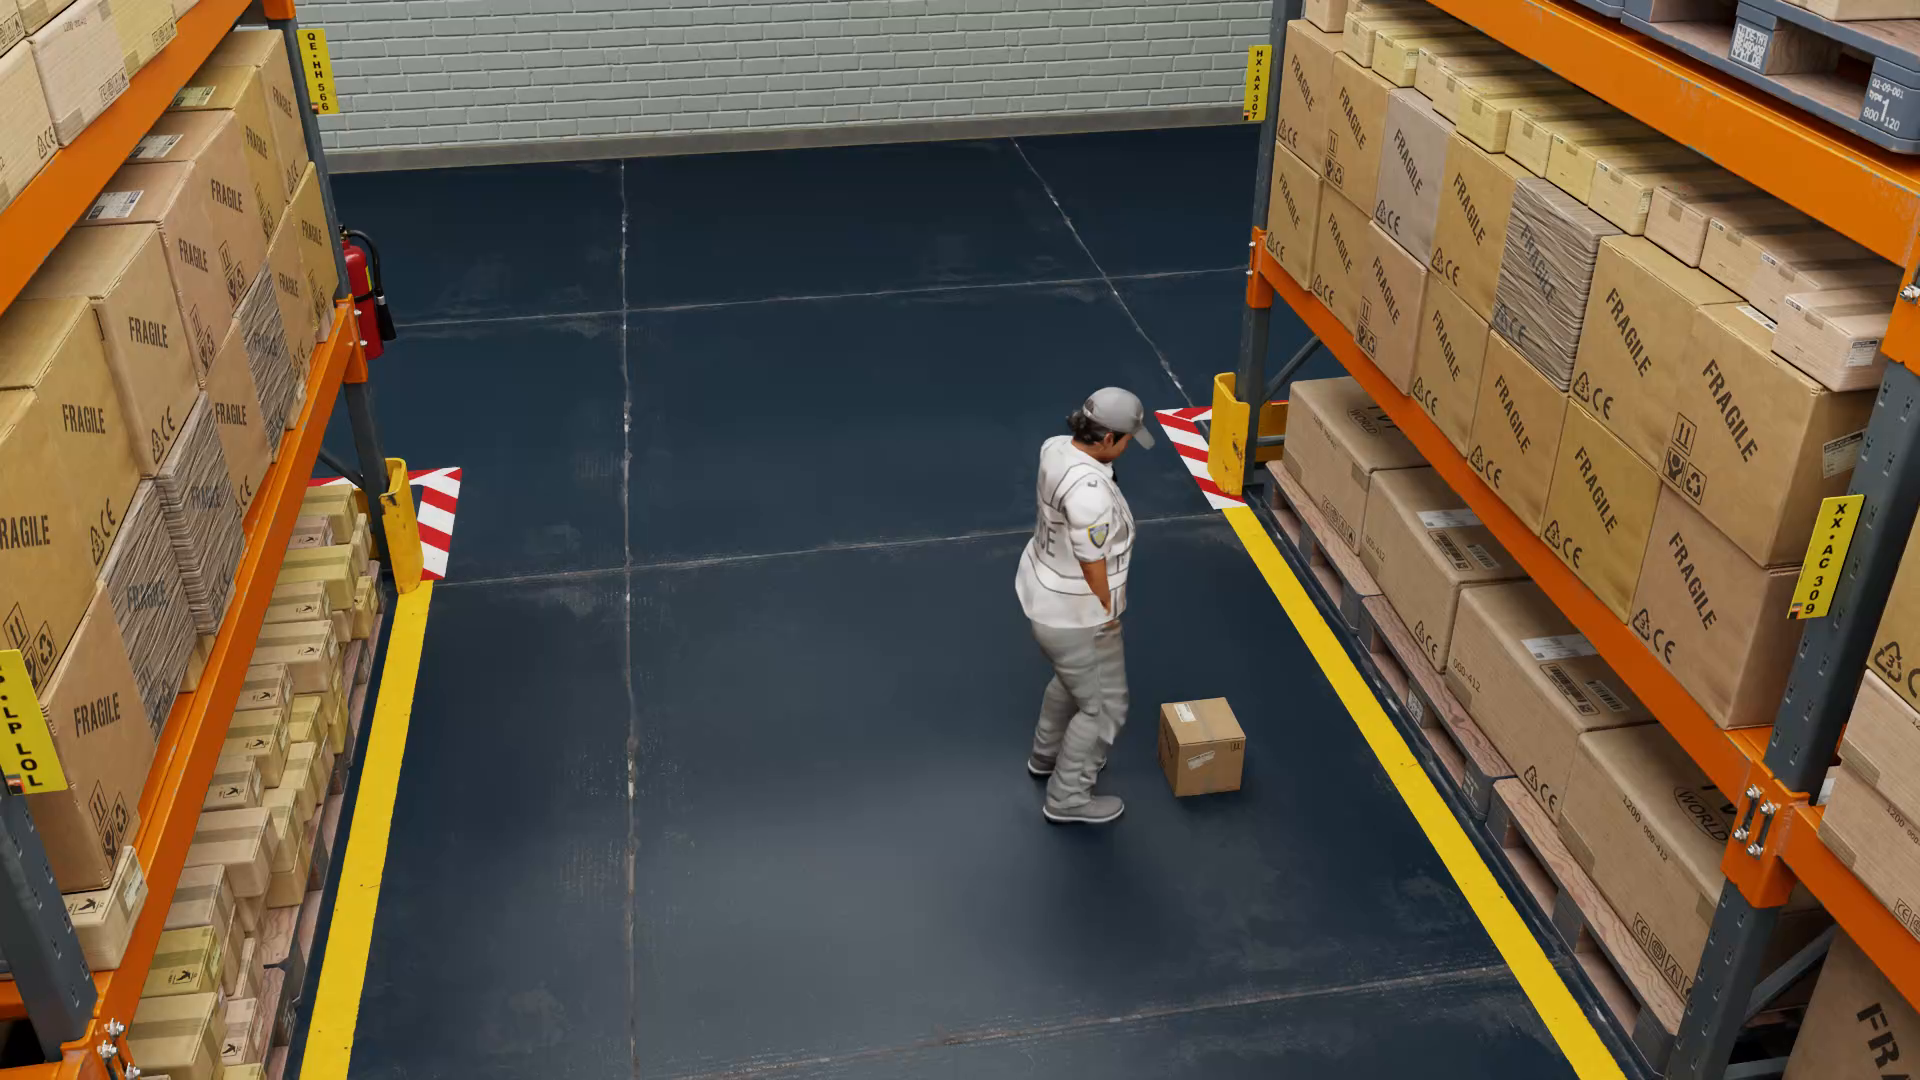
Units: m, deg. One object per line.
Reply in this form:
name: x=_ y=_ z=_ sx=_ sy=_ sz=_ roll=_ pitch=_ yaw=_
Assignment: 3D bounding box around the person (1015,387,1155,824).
person: x=0.425 y=0.219 z=5.807 sx=0.450 sy=1.633 sz=0.489 roll=-5 pitch=31 yaw=-8
